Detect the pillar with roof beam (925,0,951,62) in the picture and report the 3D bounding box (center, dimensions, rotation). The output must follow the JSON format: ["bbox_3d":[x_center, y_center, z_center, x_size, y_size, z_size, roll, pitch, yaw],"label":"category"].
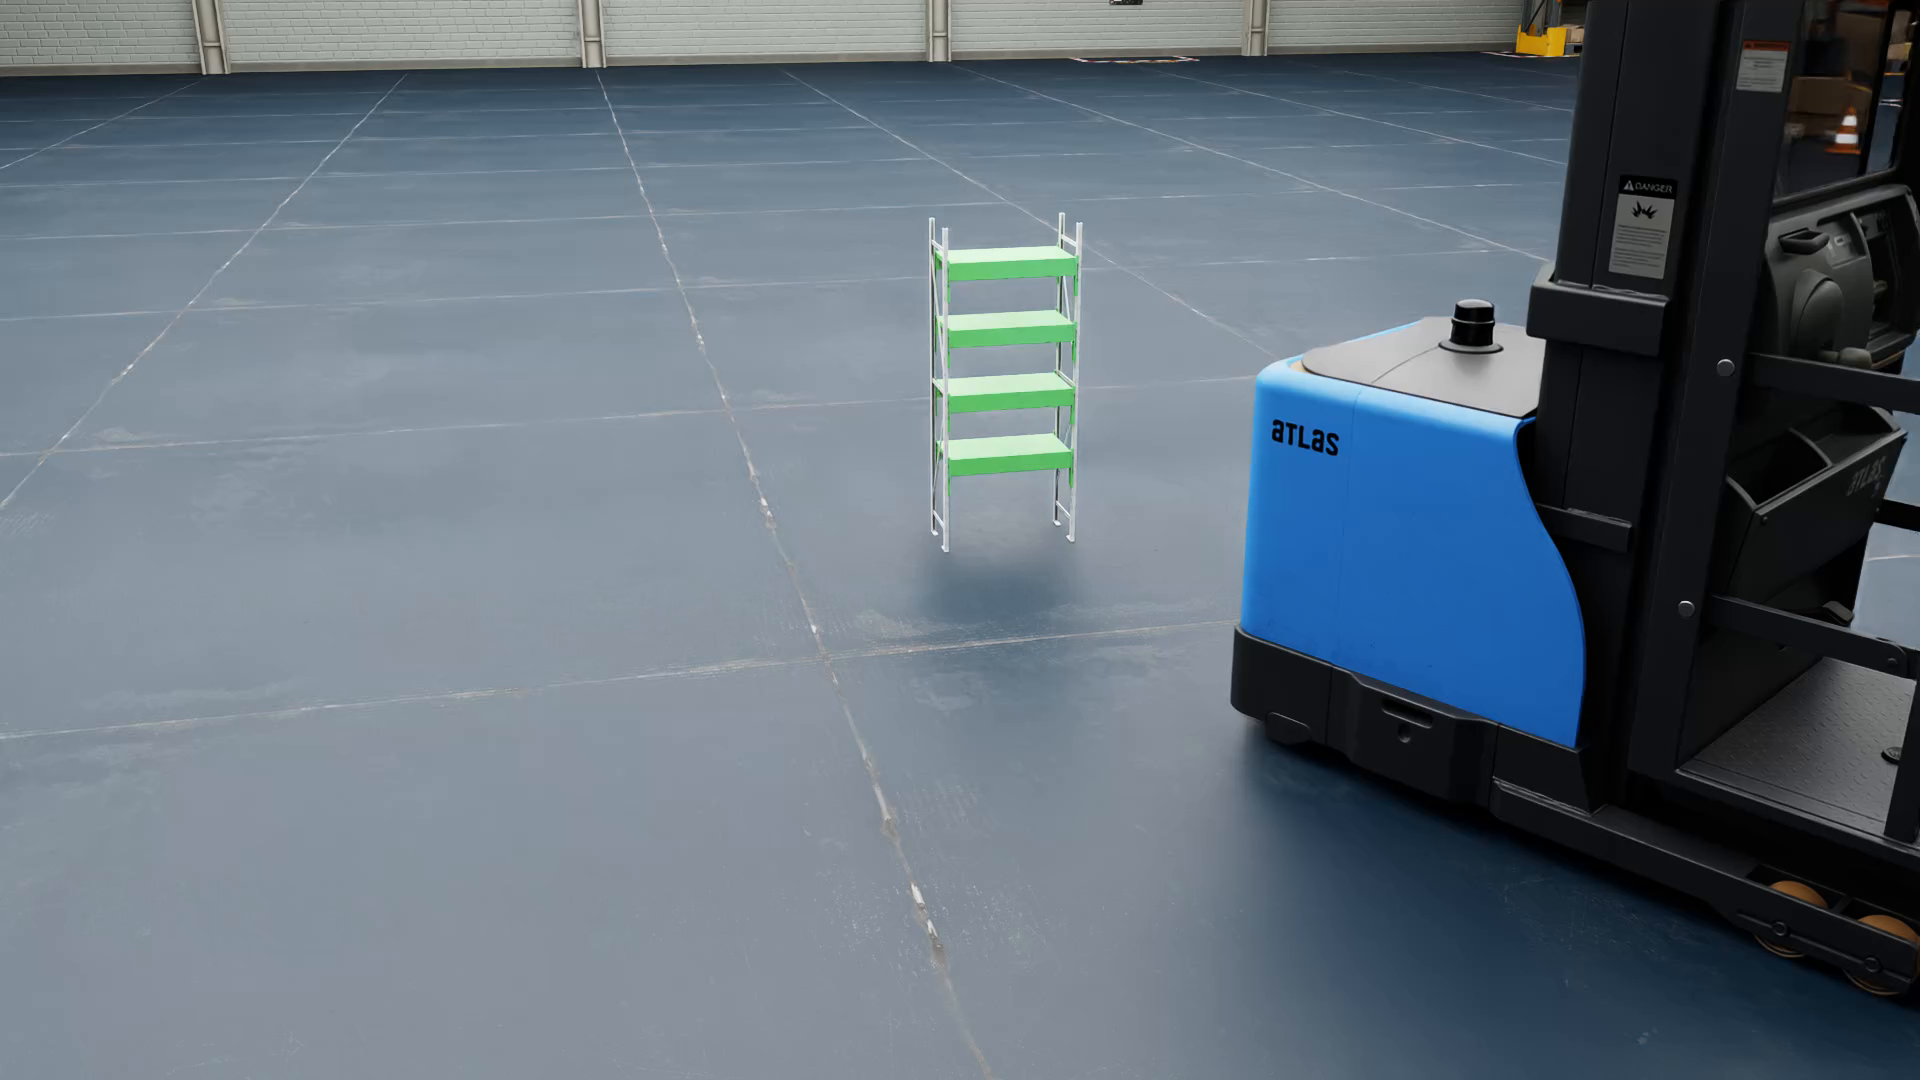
[{"bbox_3d":[0.608,-11.311,24.111,0.400,9.000,9.100,-5,21,-12],"label":"pillar with roof beam"}]

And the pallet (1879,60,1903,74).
[{"bbox_3d":[15.066,-7.841,27.412,1.213,0.211,1.003,-5,21,-12],"label":"pallet"}]

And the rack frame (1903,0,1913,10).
[{"bbox_3d":[15.850,-9.199,27.066,0.127,3.000,1.000,-5,21,-12],"label":"rack frame"}]

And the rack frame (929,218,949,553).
[{"bbox_3d":[-0.076,-0.557,6.091,0.015,1.200,0.240,-5,21,-12],"label":"rack frame"}]

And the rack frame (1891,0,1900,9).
[{"bbox_3d":[18.599,-11.174,32.456,0.127,3.000,1.000,-5,21,-12],"label":"rack frame"}]

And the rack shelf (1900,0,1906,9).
[{"bbox_3d":[13.903,-8.703,26.758,4.000,0.370,1.077,-5,21,-12],"label":"rack shelf"}]

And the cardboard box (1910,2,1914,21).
[{"bbox_3d":[19.344,-10.376,32.793,0.750,0.750,0.750,-5,21,-13],"label":"cardboard box"}]

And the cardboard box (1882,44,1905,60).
[{"bbox_3d":[14.960,-7.959,27.068,0.500,0.250,0.500,-5,21,-12],"label":"cardboard box"}]

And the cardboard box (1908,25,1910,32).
[{"bbox_3d":[16.178,-8.497,27.720,0.500,0.311,0.500,-5,21,-12],"label":"cardboard box"}]

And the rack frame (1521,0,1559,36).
[{"bbox_3d":[10.813,-10.540,30.728,0.127,3.000,1.000,-5,21,-12],"label":"rack frame"}]

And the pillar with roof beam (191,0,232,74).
[{"bbox_3d":[-11.070,-10.362,21.518,0.400,9.000,9.100,-5,21,-12],"label":"pillar with roof beam"}]

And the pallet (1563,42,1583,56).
[{"bbox_3d":[11.686,-9.289,31.367,1.213,0.211,1.003,-5,21,-12],"label":"pallet"}]

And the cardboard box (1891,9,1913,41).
[{"bbox_3d":[15.326,-8.525,27.524,0.500,0.500,0.500,-5,21,-12],"label":"cardboard box"}]

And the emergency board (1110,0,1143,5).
[{"bbox_3d":[3.030,-10.233,29.889,0.626,1.169,0.157,-5,21,-12],"label":"emergency board"}]

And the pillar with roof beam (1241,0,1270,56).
[{"bbox_3d":[6.447,-11.786,25.407,0.400,9.000,9.100,-5,21,-12],"label":"pillar with roof beam"}]

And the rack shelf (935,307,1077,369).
[{"bbox_3d":[0.161,-0.742,6.083,0.480,0.148,0.258,-5,21,-12],"label":"rack shelf"}]

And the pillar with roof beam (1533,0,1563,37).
[{"bbox_3d":[12.286,-12.261,26.704,0.400,9.000,9.100,-5,21,-12],"label":"pillar with roof beam"}]

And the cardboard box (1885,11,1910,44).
[{"bbox_3d":[14.959,-8.312,26.941,0.500,0.500,0.500,-5,21,-12],"label":"cardboard box"}]

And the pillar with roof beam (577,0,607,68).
[{"bbox_3d":[-5.231,-10.837,22.815,0.400,9.000,9.100,-5,21,-12],"label":"pillar with roof beam"}]

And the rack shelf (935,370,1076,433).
[{"bbox_3d":[0.161,-0.516,6.166,0.480,0.148,0.258,-5,21,-12],"label":"rack shelf"}]

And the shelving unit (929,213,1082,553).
[{"bbox_3d":[0.161,-0.576,6.144,0.503,1.200,0.258,-5,21,-12],"label":"shelving unit"}]

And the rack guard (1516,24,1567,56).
[{"bbox_3d":[10.887,-9.373,31.174,0.348,0.500,1.175,-5,21,-12],"label":"rack guard"}]

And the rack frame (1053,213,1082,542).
[{"bbox_3d":[0.399,-0.596,6.197,0.015,1.200,0.240,-5,21,-12],"label":"rack frame"}]

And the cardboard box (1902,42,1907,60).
[{"bbox_3d":[15.449,-7.995,27.167,0.500,0.250,0.500,-5,21,-12],"label":"cardboard box"}]

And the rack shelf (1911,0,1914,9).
[{"bbox_3d":[17.796,-9.020,27.622,4.000,0.370,1.077,-5,21,-12],"label":"rack shelf"}]

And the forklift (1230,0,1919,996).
[{"bbox_3d":[2.170,-0.588,3.660,1.130,2.935,3.031,-18,27,-41],"label":"forklift"}]

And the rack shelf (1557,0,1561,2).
[{"bbox_3d":[12.760,-10.361,31.284,4.000,0.370,1.077,-5,21,-12],"label":"rack shelf"}]

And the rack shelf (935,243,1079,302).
[{"bbox_3d":[0.161,-0.967,6.001,0.480,0.148,0.258,-5,21,-12],"label":"rack shelf"}]

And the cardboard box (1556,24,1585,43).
[{"bbox_3d":[11.507,-9.509,31.182,0.500,0.311,0.500,-7,21,-19],"label":"cardboard box"}]

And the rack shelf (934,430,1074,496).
[{"bbox_3d":[0.161,-0.291,6.249,0.480,0.148,0.258,-5,21,-12],"label":"rack shelf"}]
